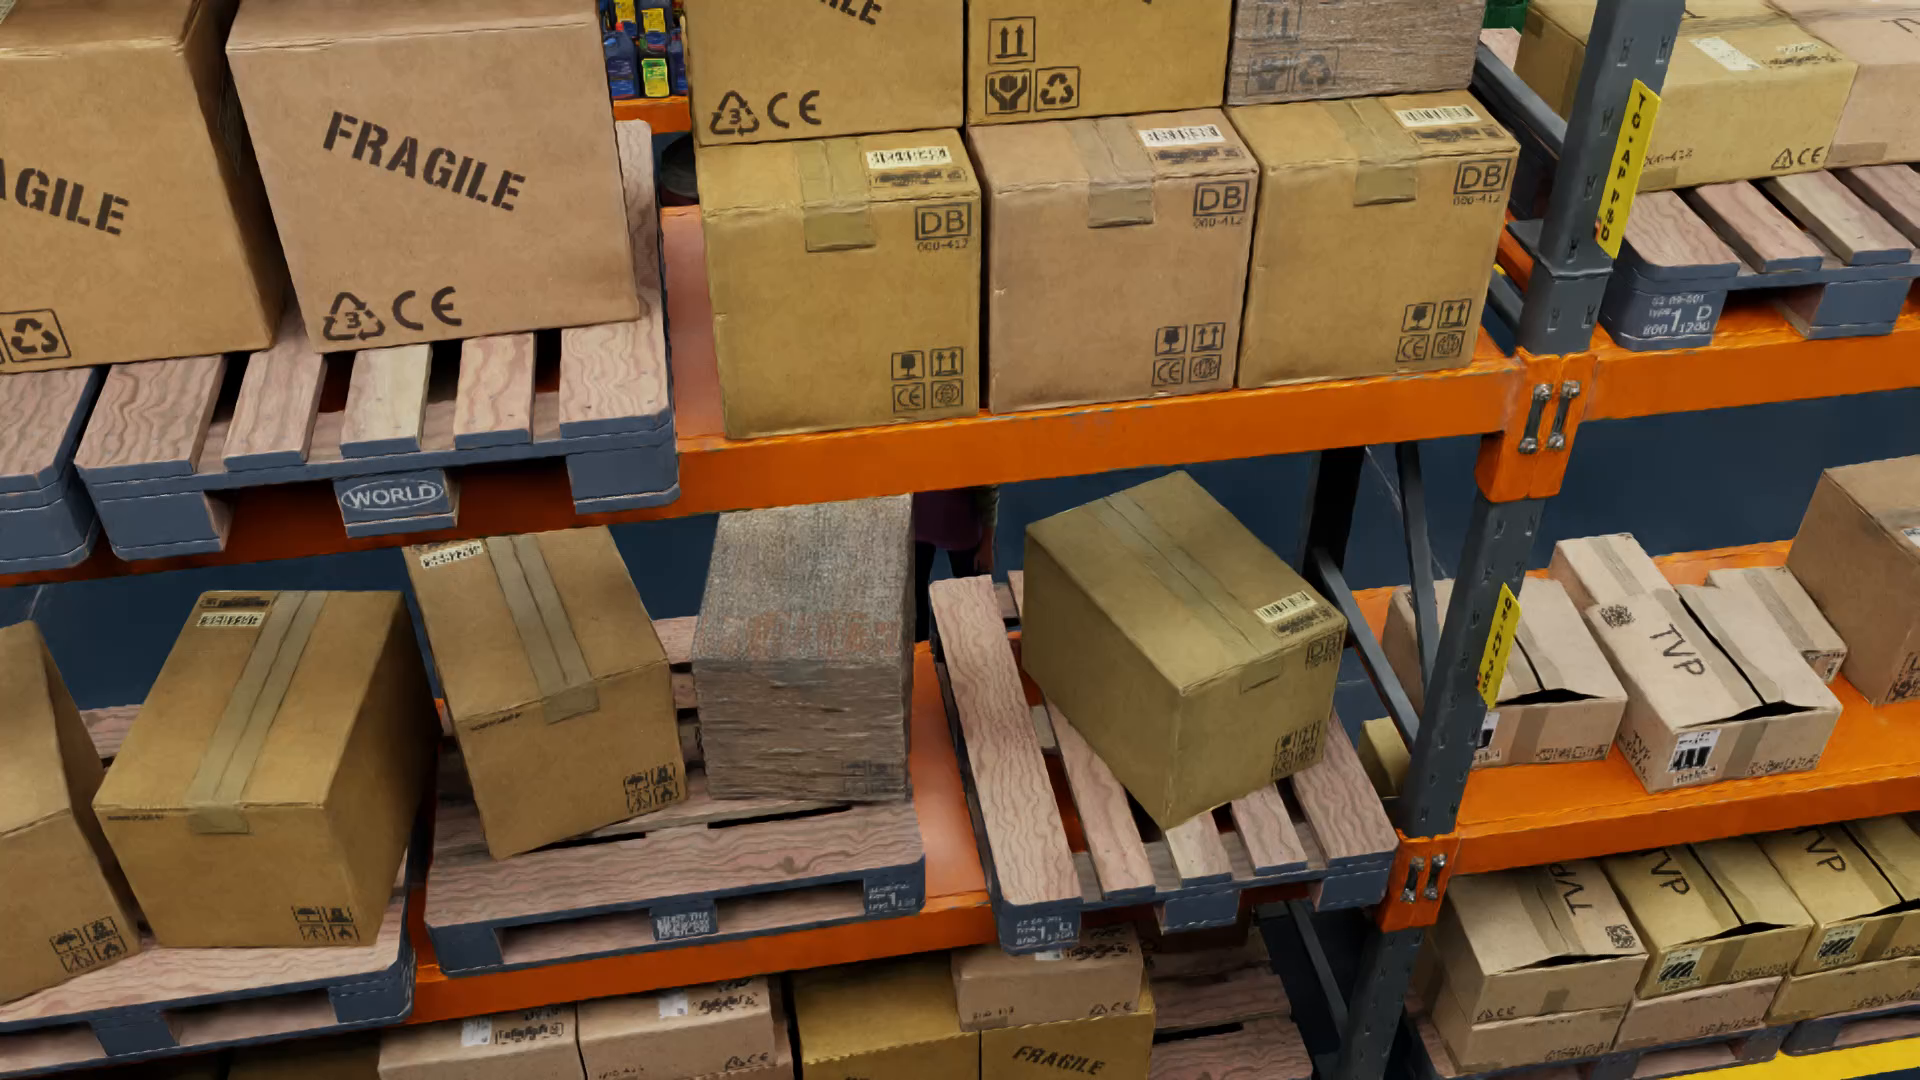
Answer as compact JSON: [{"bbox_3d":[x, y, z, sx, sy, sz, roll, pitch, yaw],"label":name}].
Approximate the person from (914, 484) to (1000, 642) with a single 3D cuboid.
[{"bbox_3d":[-0.094,0.022,6.182,0.511,1.491,0.517,13,41,15],"label":"person"}]
